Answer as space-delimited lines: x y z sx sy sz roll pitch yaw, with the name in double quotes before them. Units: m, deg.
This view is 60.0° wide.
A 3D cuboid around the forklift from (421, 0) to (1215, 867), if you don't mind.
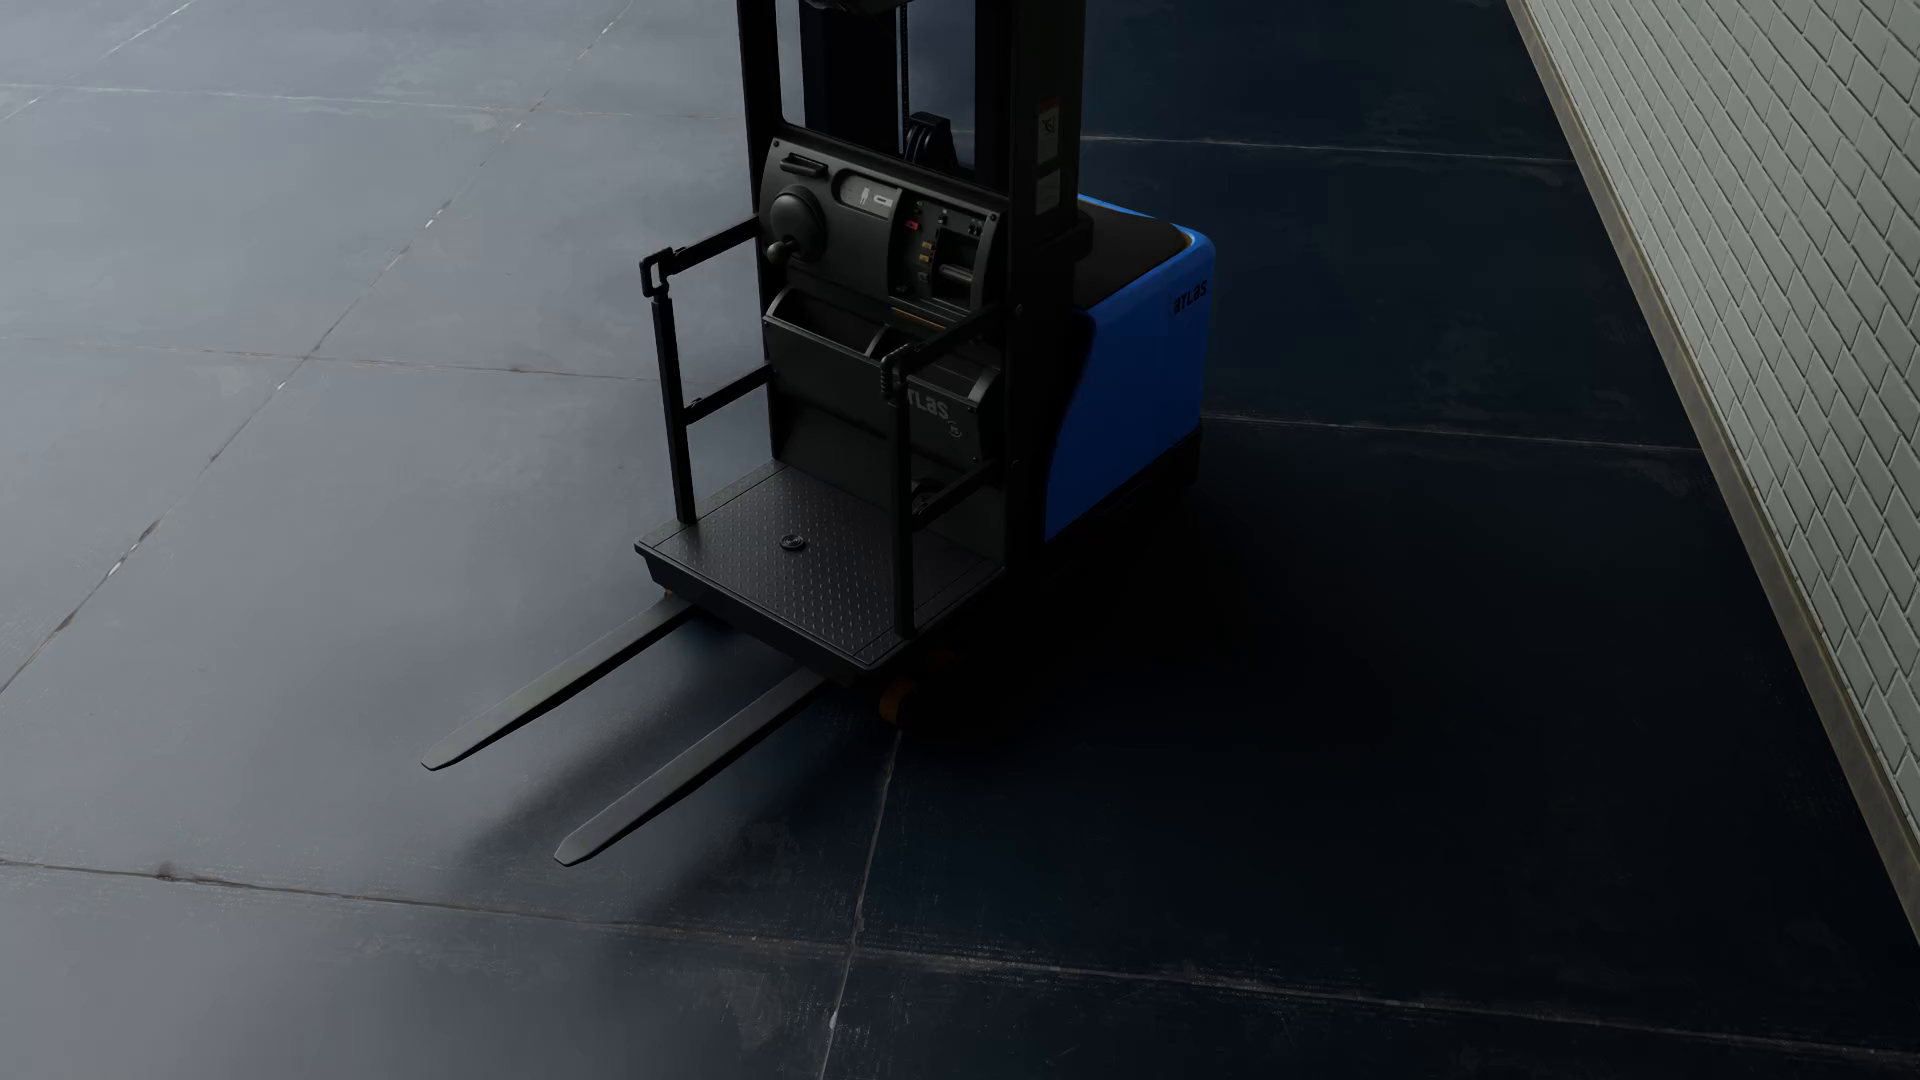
"forklift" -0.393 -0.912 5.005 1.130 2.935 3.031 25 43 31
